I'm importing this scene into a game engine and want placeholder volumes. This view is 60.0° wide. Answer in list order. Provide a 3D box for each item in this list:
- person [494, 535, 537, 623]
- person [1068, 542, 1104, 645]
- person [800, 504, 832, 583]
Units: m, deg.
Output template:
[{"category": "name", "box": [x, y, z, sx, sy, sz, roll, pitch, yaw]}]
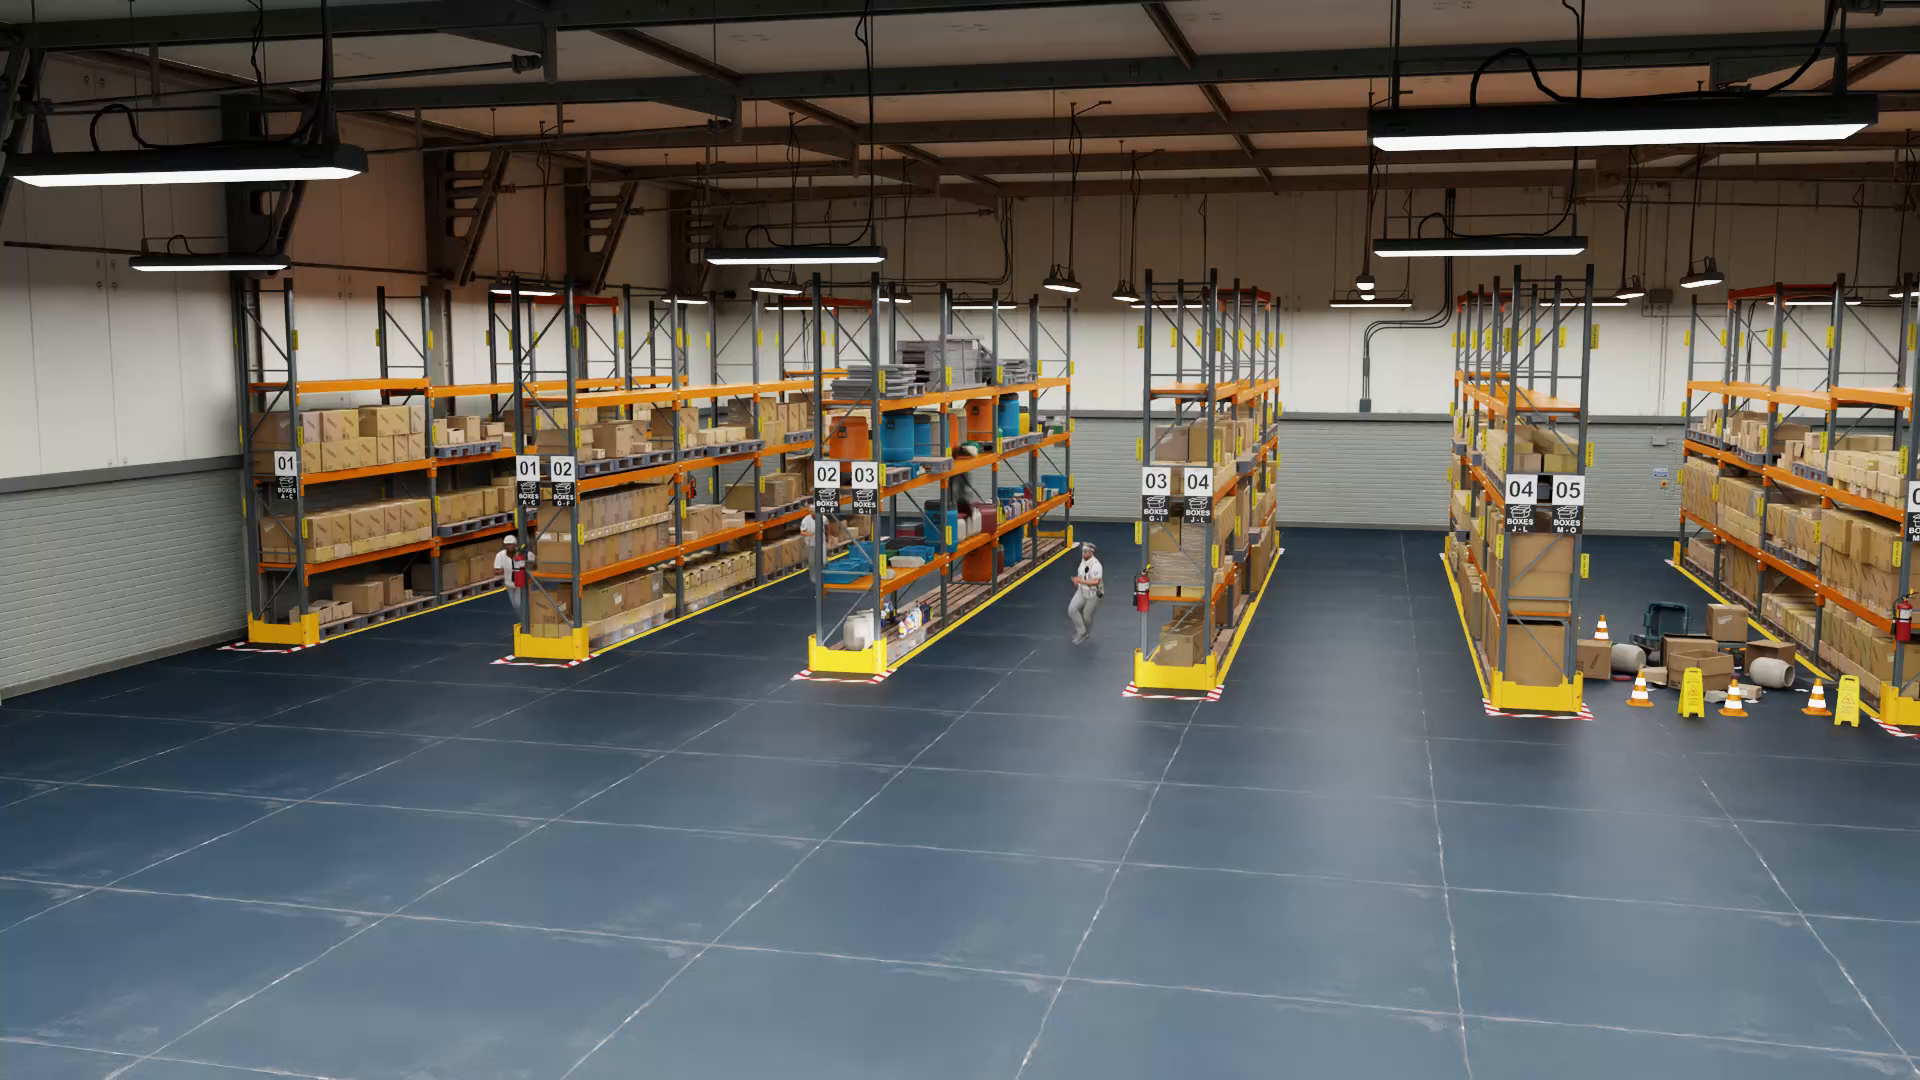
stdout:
[{"category": "person", "box": [-7.576, 0.750, 28.407, 0.640, 1.705, 0.946, 1, 7, 9]}, {"category": "person", "box": [2.044, 0.845, 26.880, 0.793, 1.687, 0.721, 6, 9, 43]}, {"category": "person", "box": [-2.771, 0.112, 32.078, 0.614, 1.649, 0.895, -1, 7, -7]}]
